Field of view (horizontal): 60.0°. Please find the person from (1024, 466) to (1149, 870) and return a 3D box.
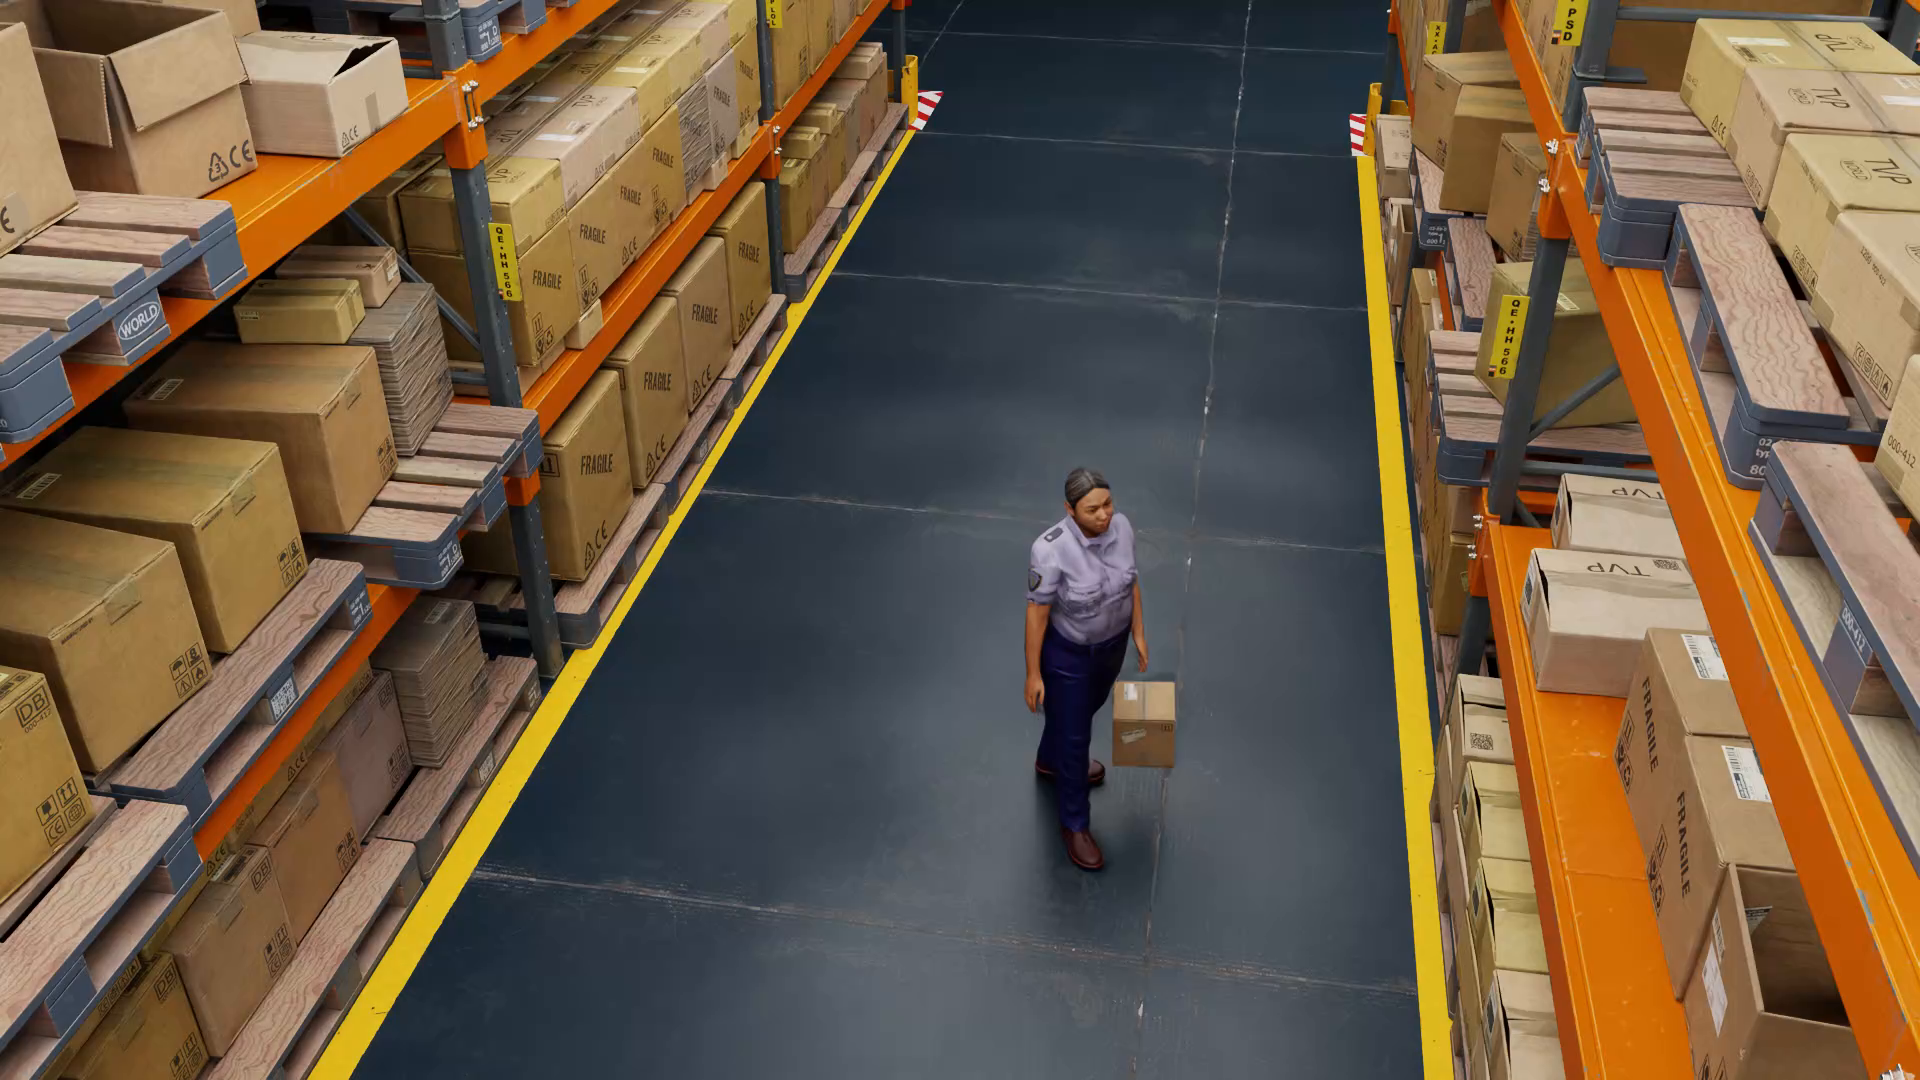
[{"bbox_3d":[0.466,0.446,6.451,0.584,1.642,0.620,-25,40,-34],"label":"person"}]
